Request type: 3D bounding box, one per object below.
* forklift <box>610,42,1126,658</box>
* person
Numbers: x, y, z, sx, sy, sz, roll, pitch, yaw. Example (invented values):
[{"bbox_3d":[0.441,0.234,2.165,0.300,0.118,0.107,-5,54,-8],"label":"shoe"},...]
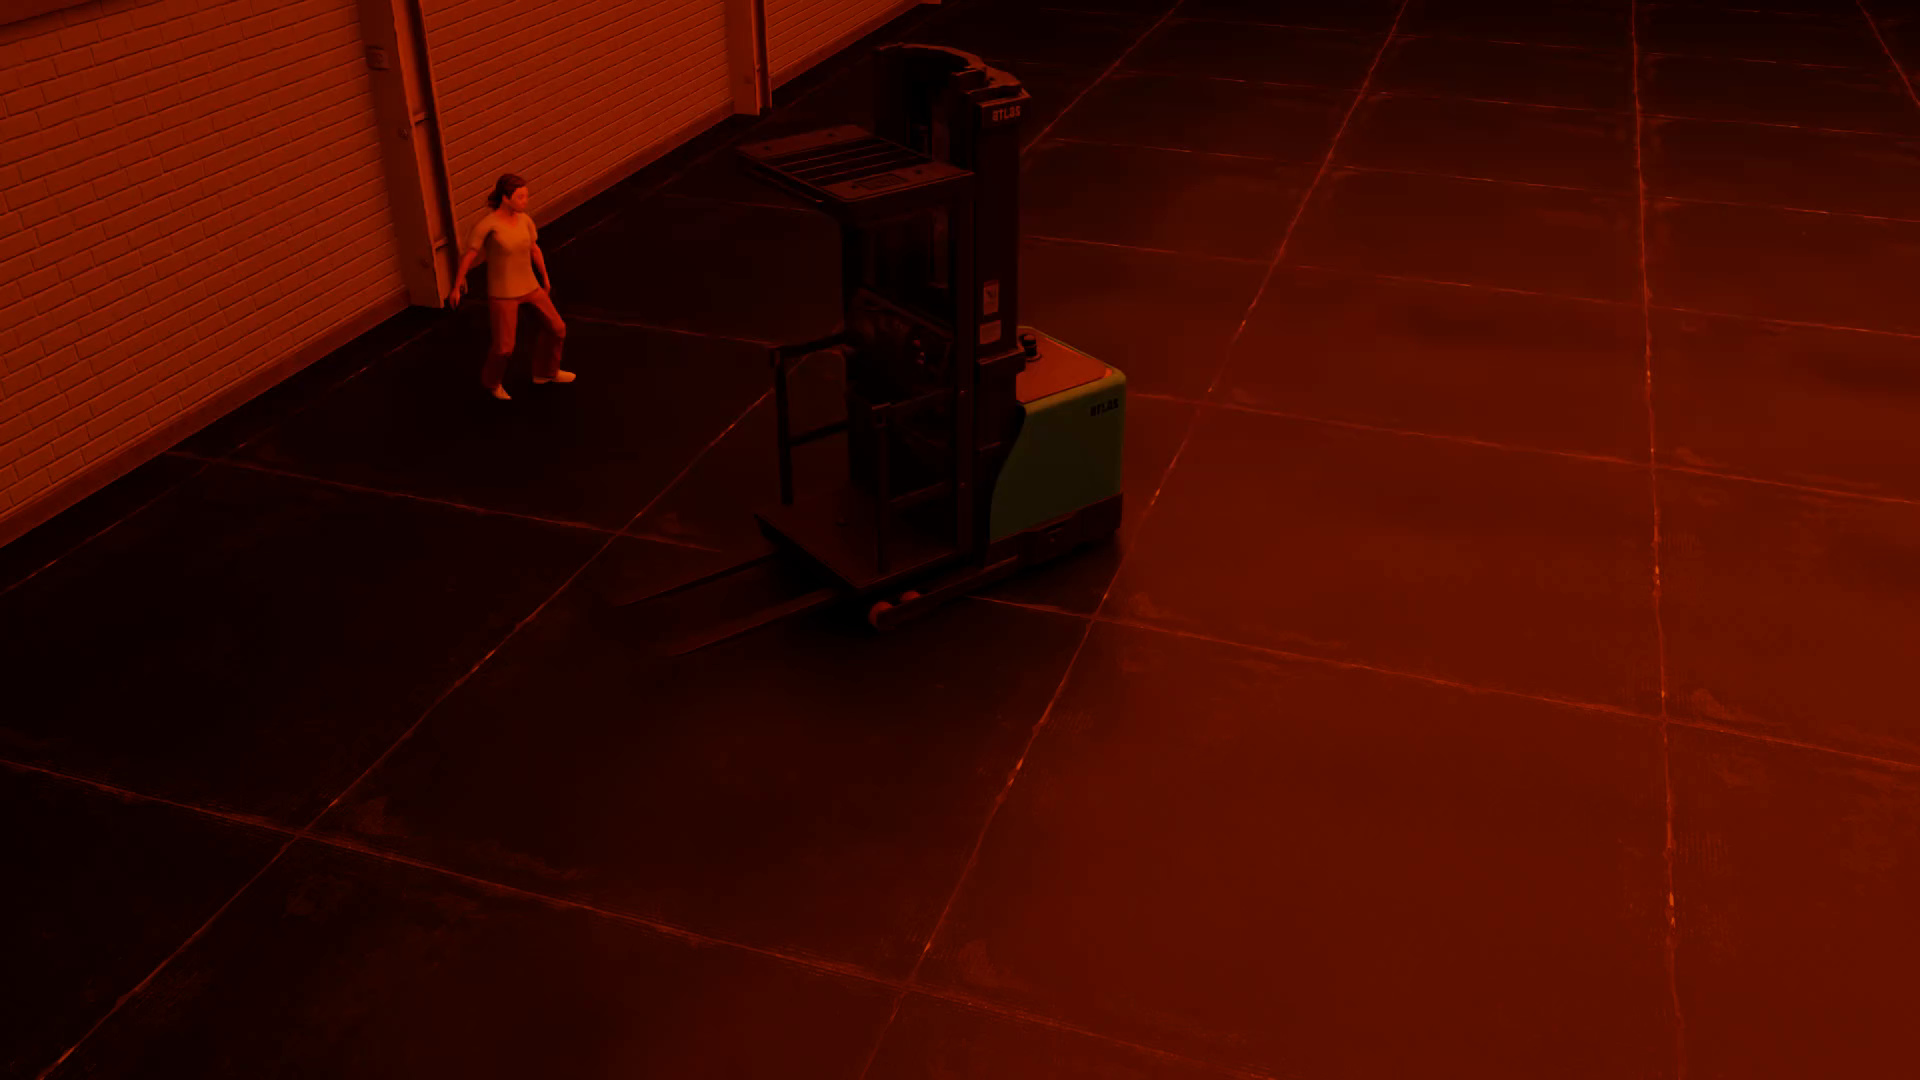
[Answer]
[{"bbox_3d":[-0.500,-1.059,8.994,3.031,2.935,1.130,-21,36,-32],"label":"forklift"},{"bbox_3d":[-3.167,-1.746,11.584,0.815,1.640,0.486,-26,39,-37],"label":"person"}]
